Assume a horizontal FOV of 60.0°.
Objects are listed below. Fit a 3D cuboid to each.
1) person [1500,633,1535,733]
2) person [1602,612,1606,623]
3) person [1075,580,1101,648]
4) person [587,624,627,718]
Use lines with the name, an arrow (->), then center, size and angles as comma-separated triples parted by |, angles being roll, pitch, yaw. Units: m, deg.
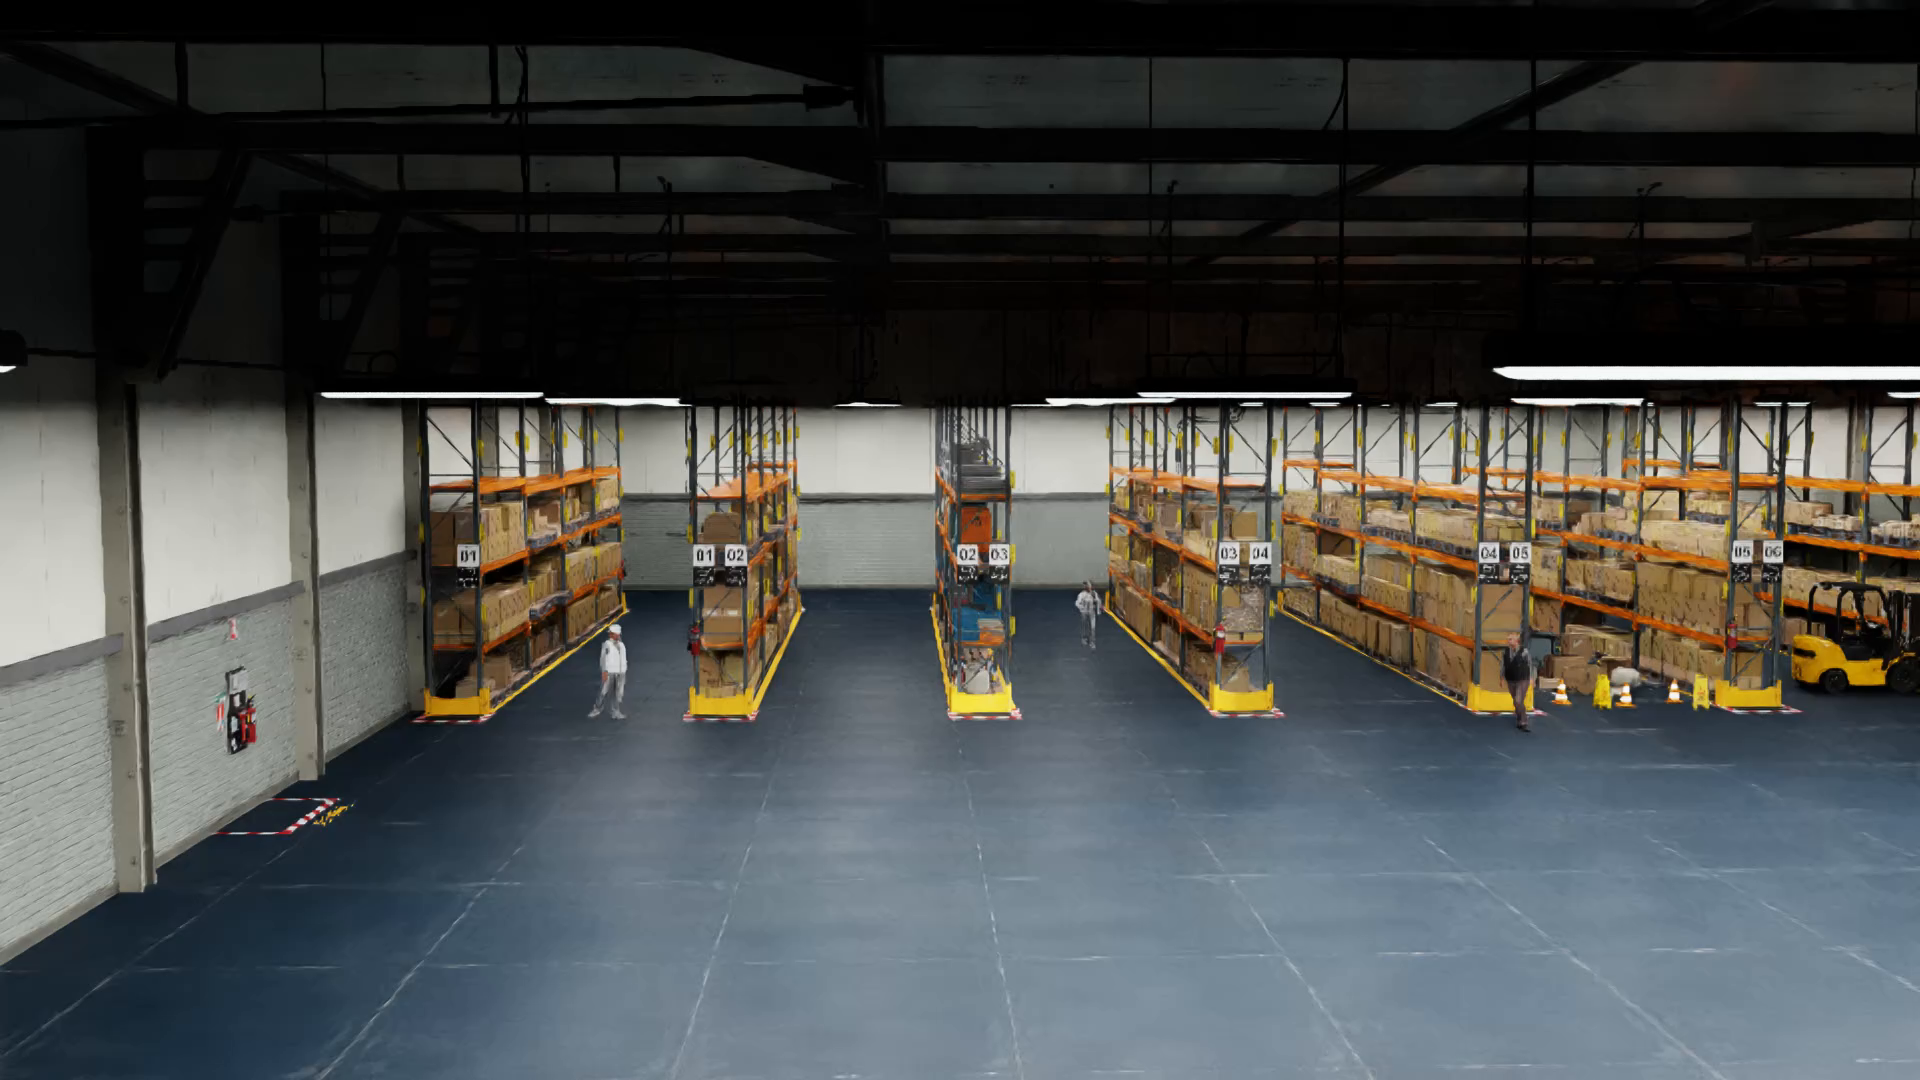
person -> 9.995, 2.574, 29.757 | 0.501, 1.639, 0.638 | -4, 6, -39
person -> 17.051, 1.429, 44.560 | 0.555, 1.549, 0.588 | 2, 5, 22
person -> 3.096, 1.760, 40.125 | 0.636, 1.616, 0.814 | 0, 5, 3
person -> -6.514, 2.428, 30.718 | 0.512, 1.765, 0.728 | 4, 6, 45
